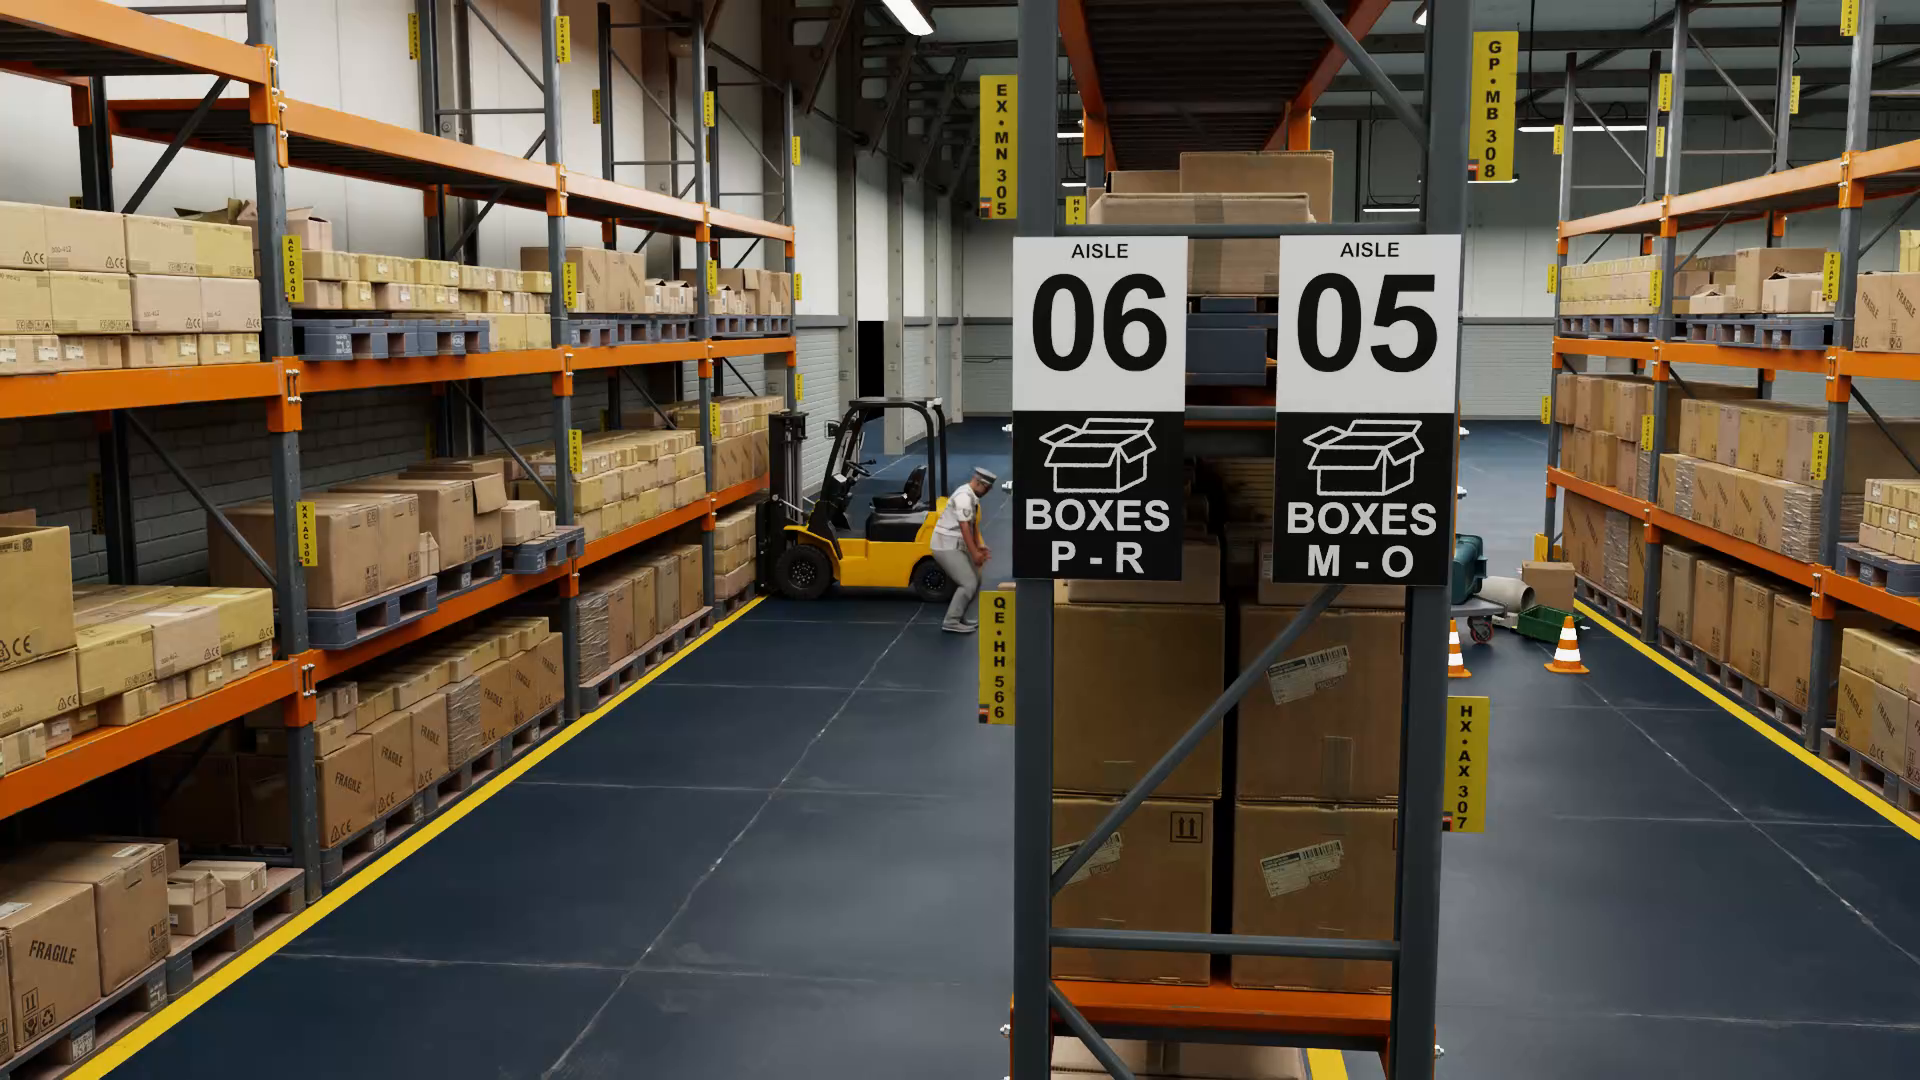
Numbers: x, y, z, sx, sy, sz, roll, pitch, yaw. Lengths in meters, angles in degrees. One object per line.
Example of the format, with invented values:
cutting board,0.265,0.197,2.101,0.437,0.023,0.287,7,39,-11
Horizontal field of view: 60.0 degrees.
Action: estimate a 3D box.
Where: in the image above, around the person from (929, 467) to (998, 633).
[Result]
person,0.039,0.088,16.250,0.658,1.594,0.581,1,8,7
